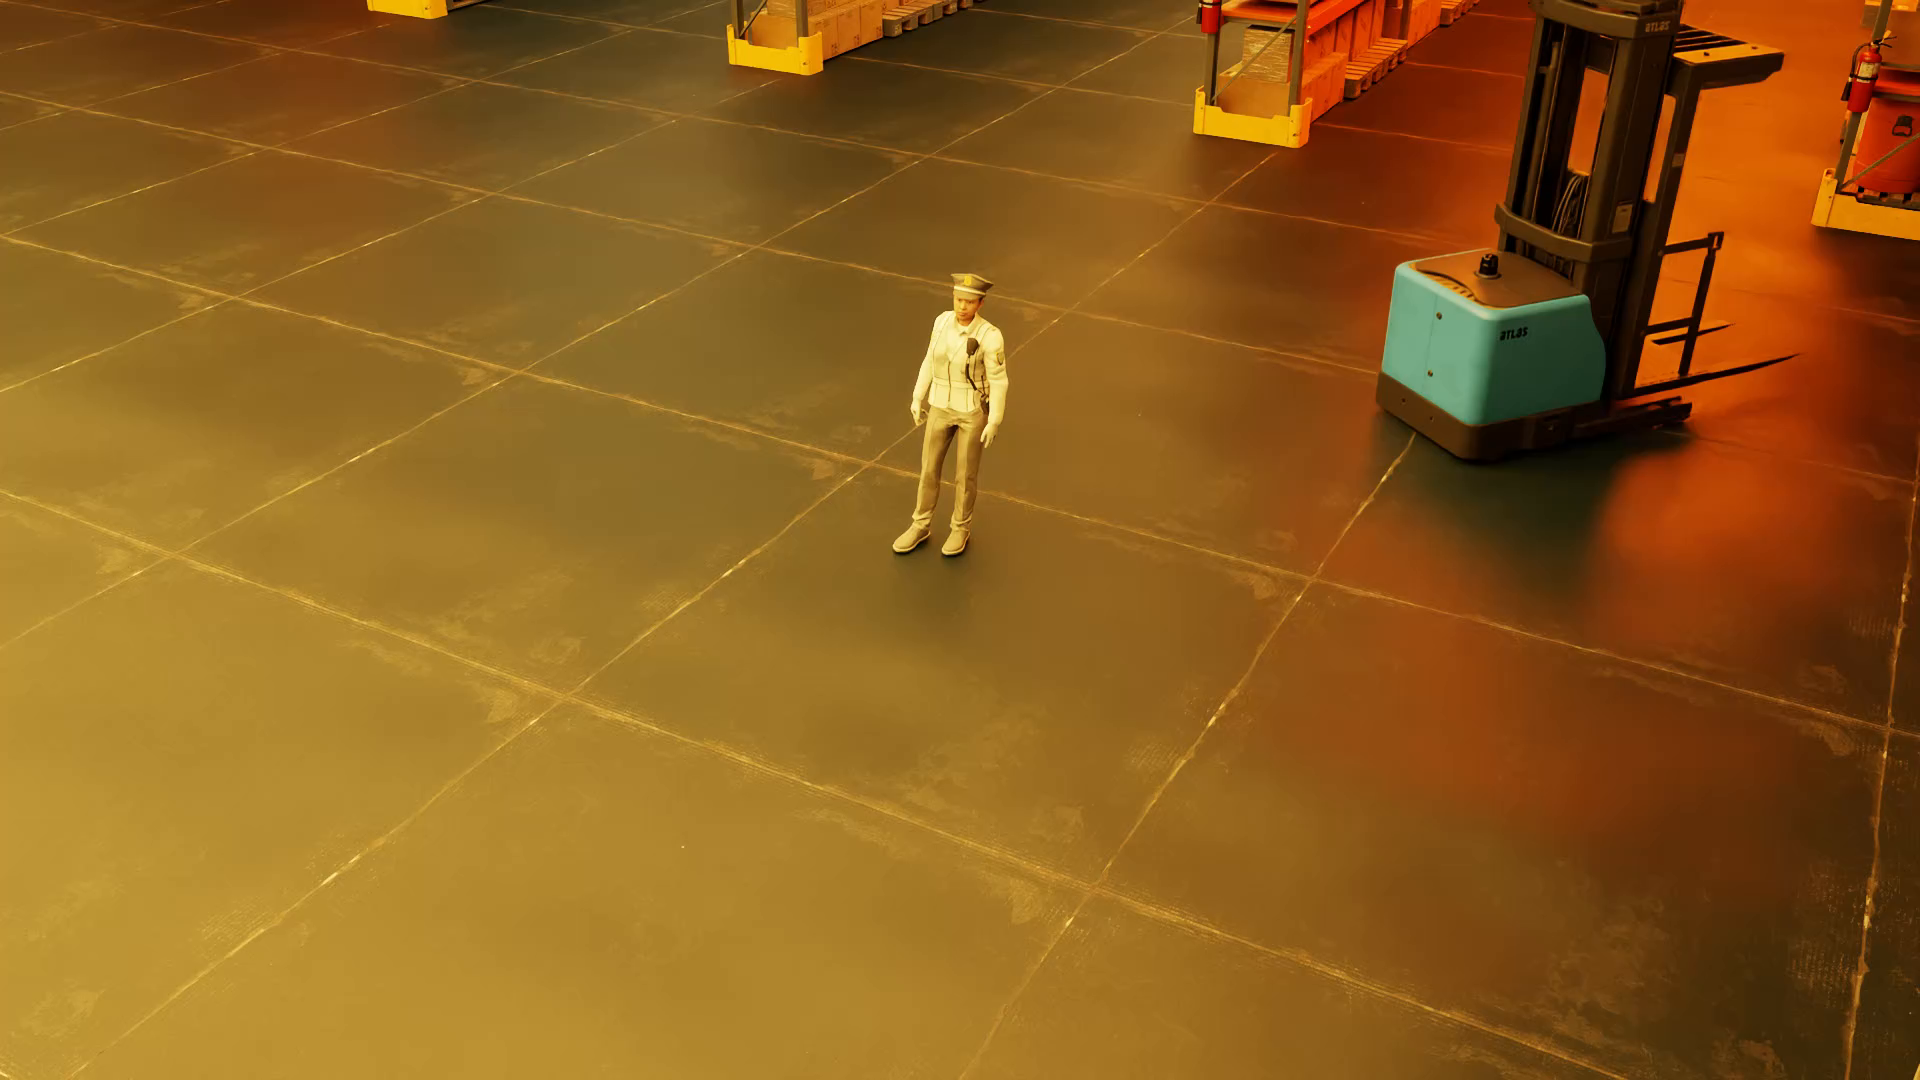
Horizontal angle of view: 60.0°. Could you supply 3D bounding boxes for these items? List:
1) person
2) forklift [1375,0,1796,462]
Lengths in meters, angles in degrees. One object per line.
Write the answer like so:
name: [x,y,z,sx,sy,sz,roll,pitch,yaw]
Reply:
person: [-0.038,-0.712,9.527,0.587,1.696,0.534,15,33,25]
forklift: [4.441,-2.253,10.974,3.031,2.935,1.130,-12,32,-20]
